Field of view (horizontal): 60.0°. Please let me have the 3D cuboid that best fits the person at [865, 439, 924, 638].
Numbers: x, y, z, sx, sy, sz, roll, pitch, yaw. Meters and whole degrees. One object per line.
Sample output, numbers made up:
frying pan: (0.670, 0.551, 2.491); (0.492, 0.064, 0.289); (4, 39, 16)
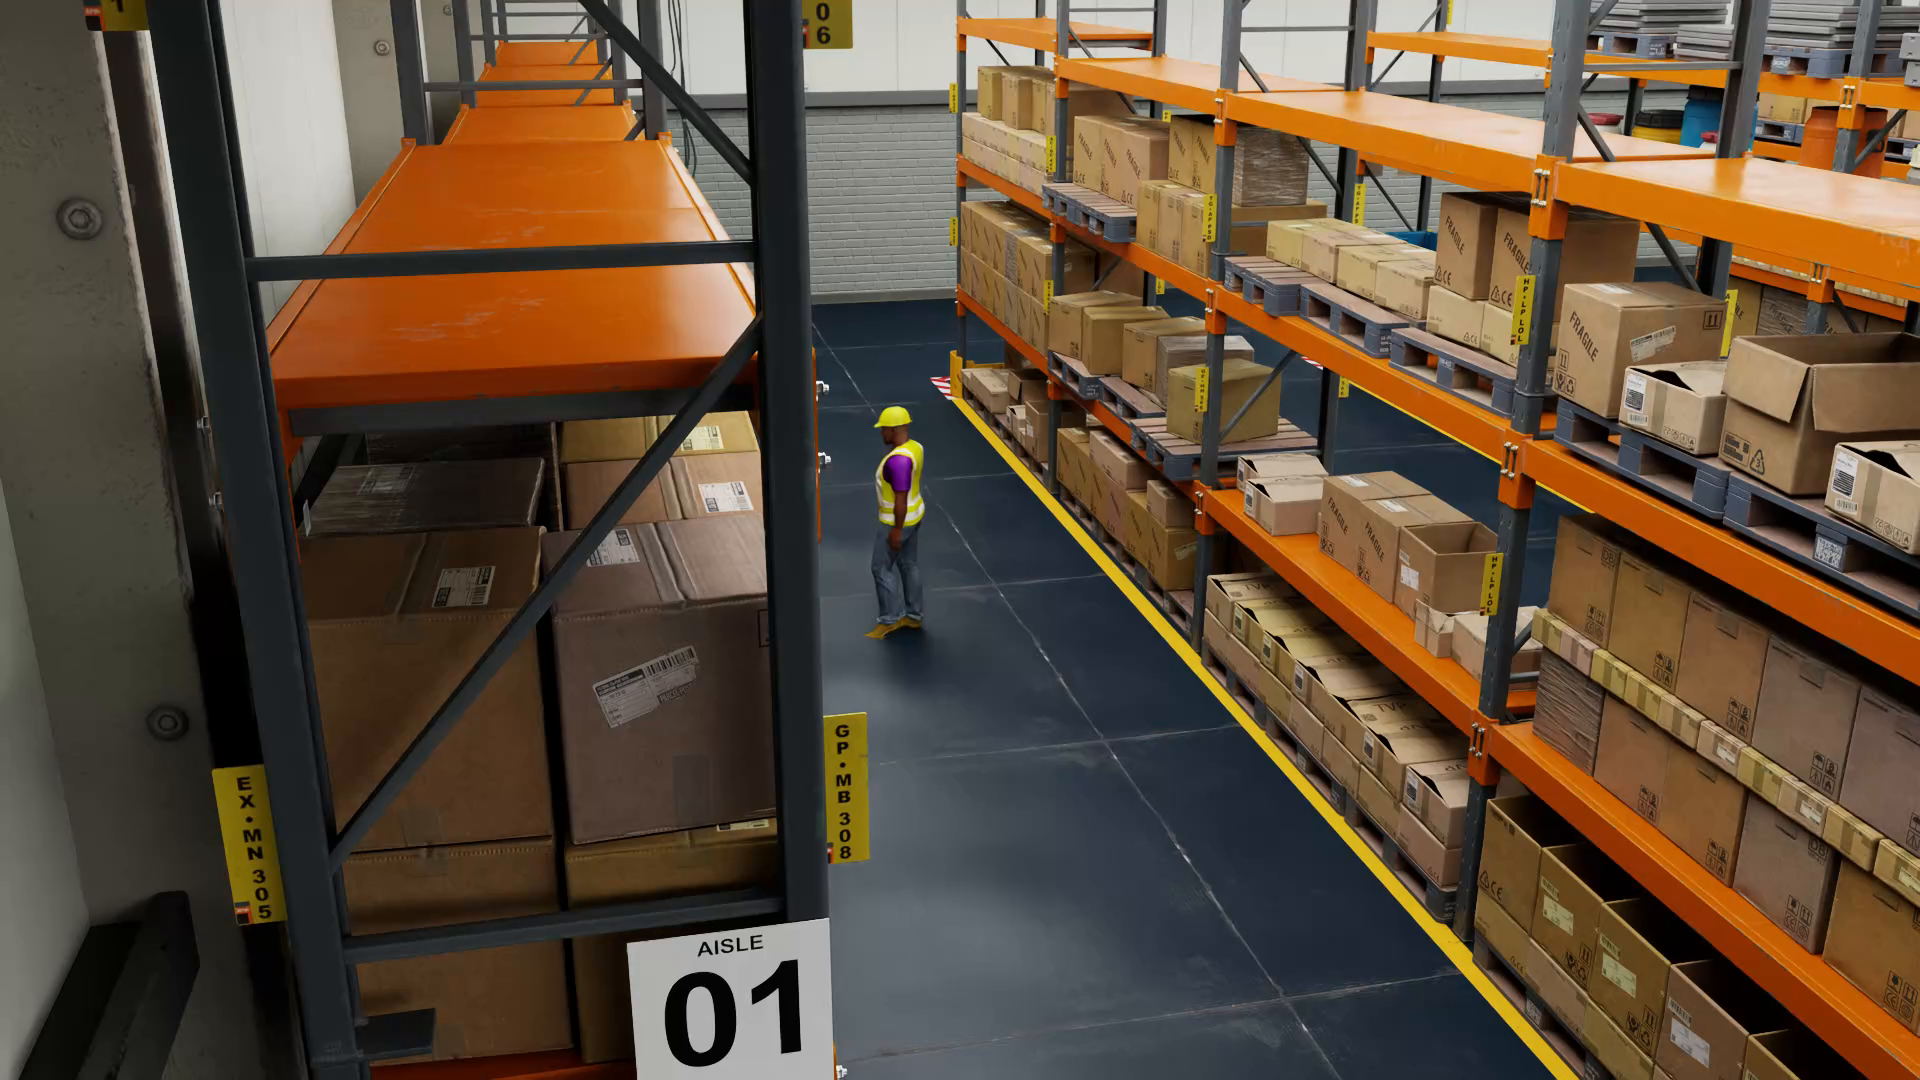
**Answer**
person: (8.863, 0.065, 10.083); (19.833, 3.238, 0.516); (5, 20, 15)
